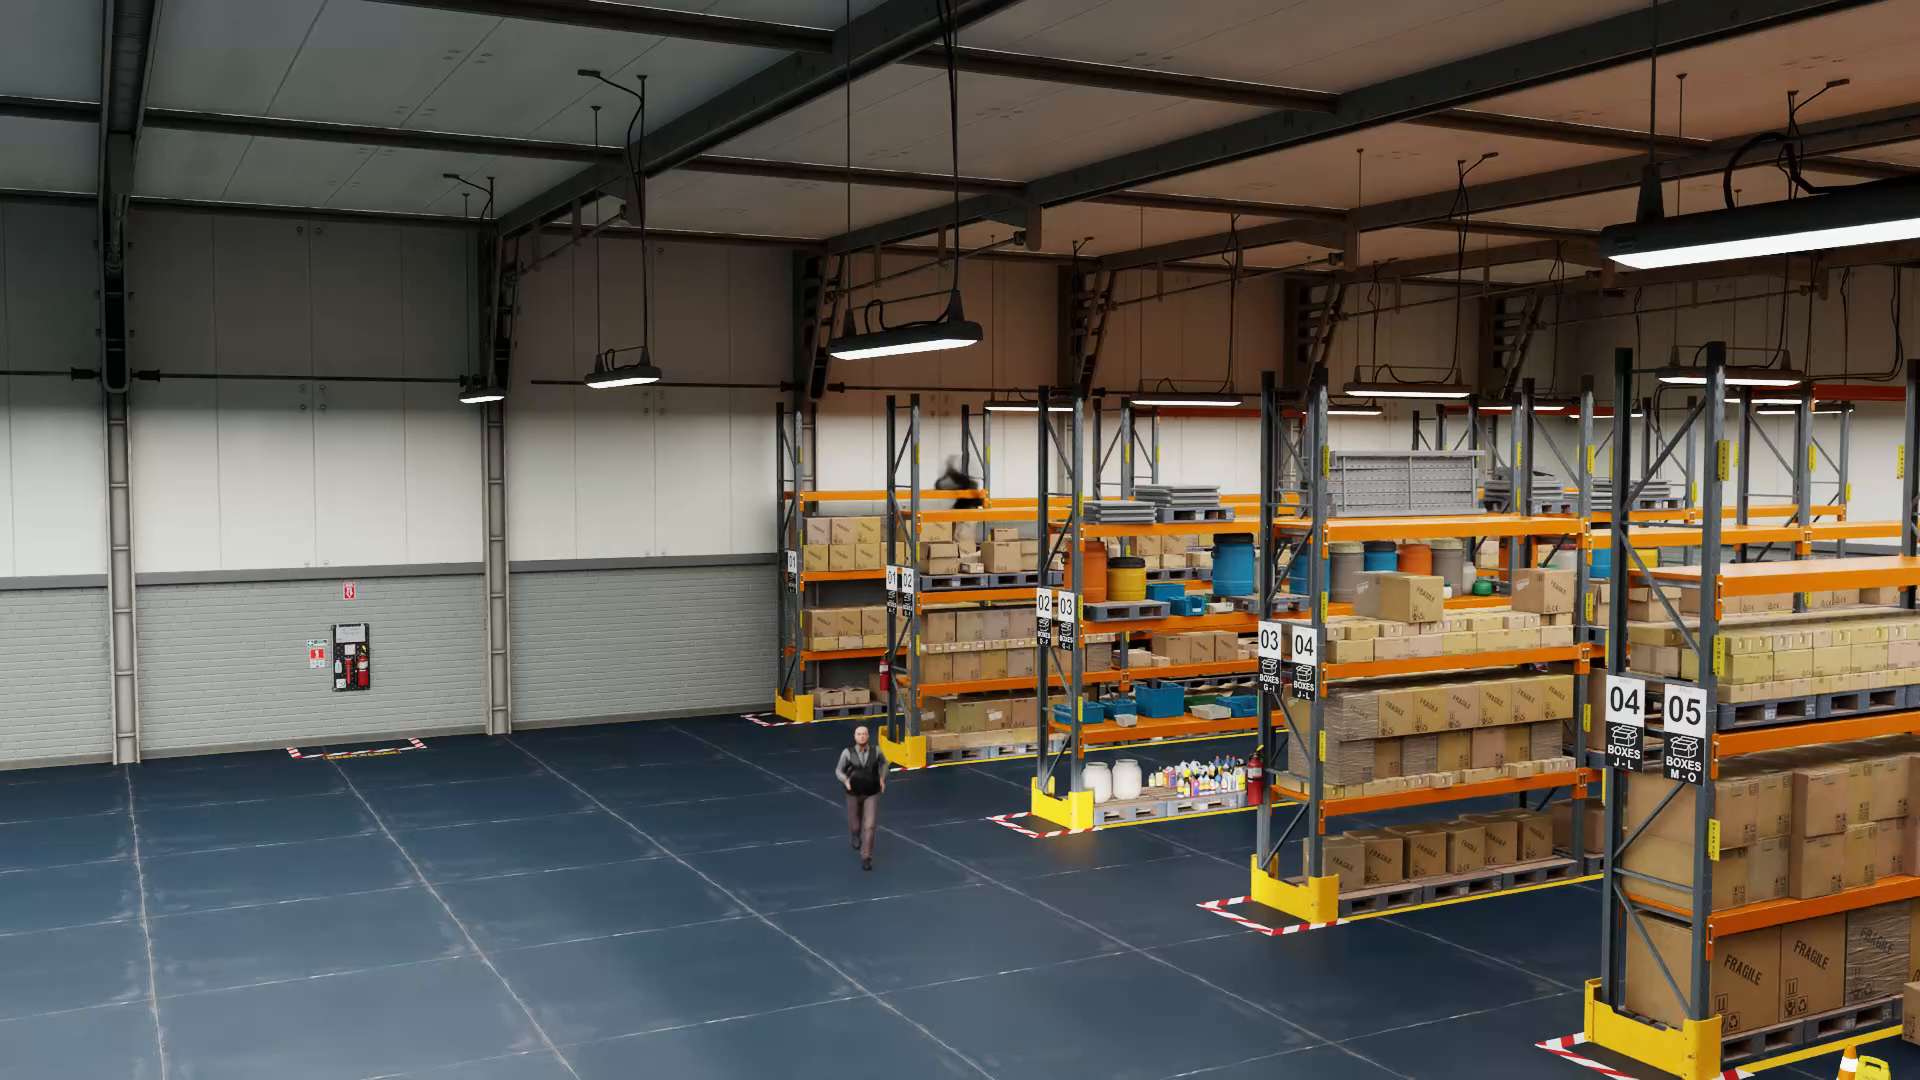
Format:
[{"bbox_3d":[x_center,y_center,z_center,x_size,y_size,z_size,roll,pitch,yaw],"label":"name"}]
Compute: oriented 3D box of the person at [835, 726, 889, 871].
[{"bbox_3d":[-1.202,3.148,20.539,0.672,1.709,0.900,0,3,-6],"label":"person"}]
